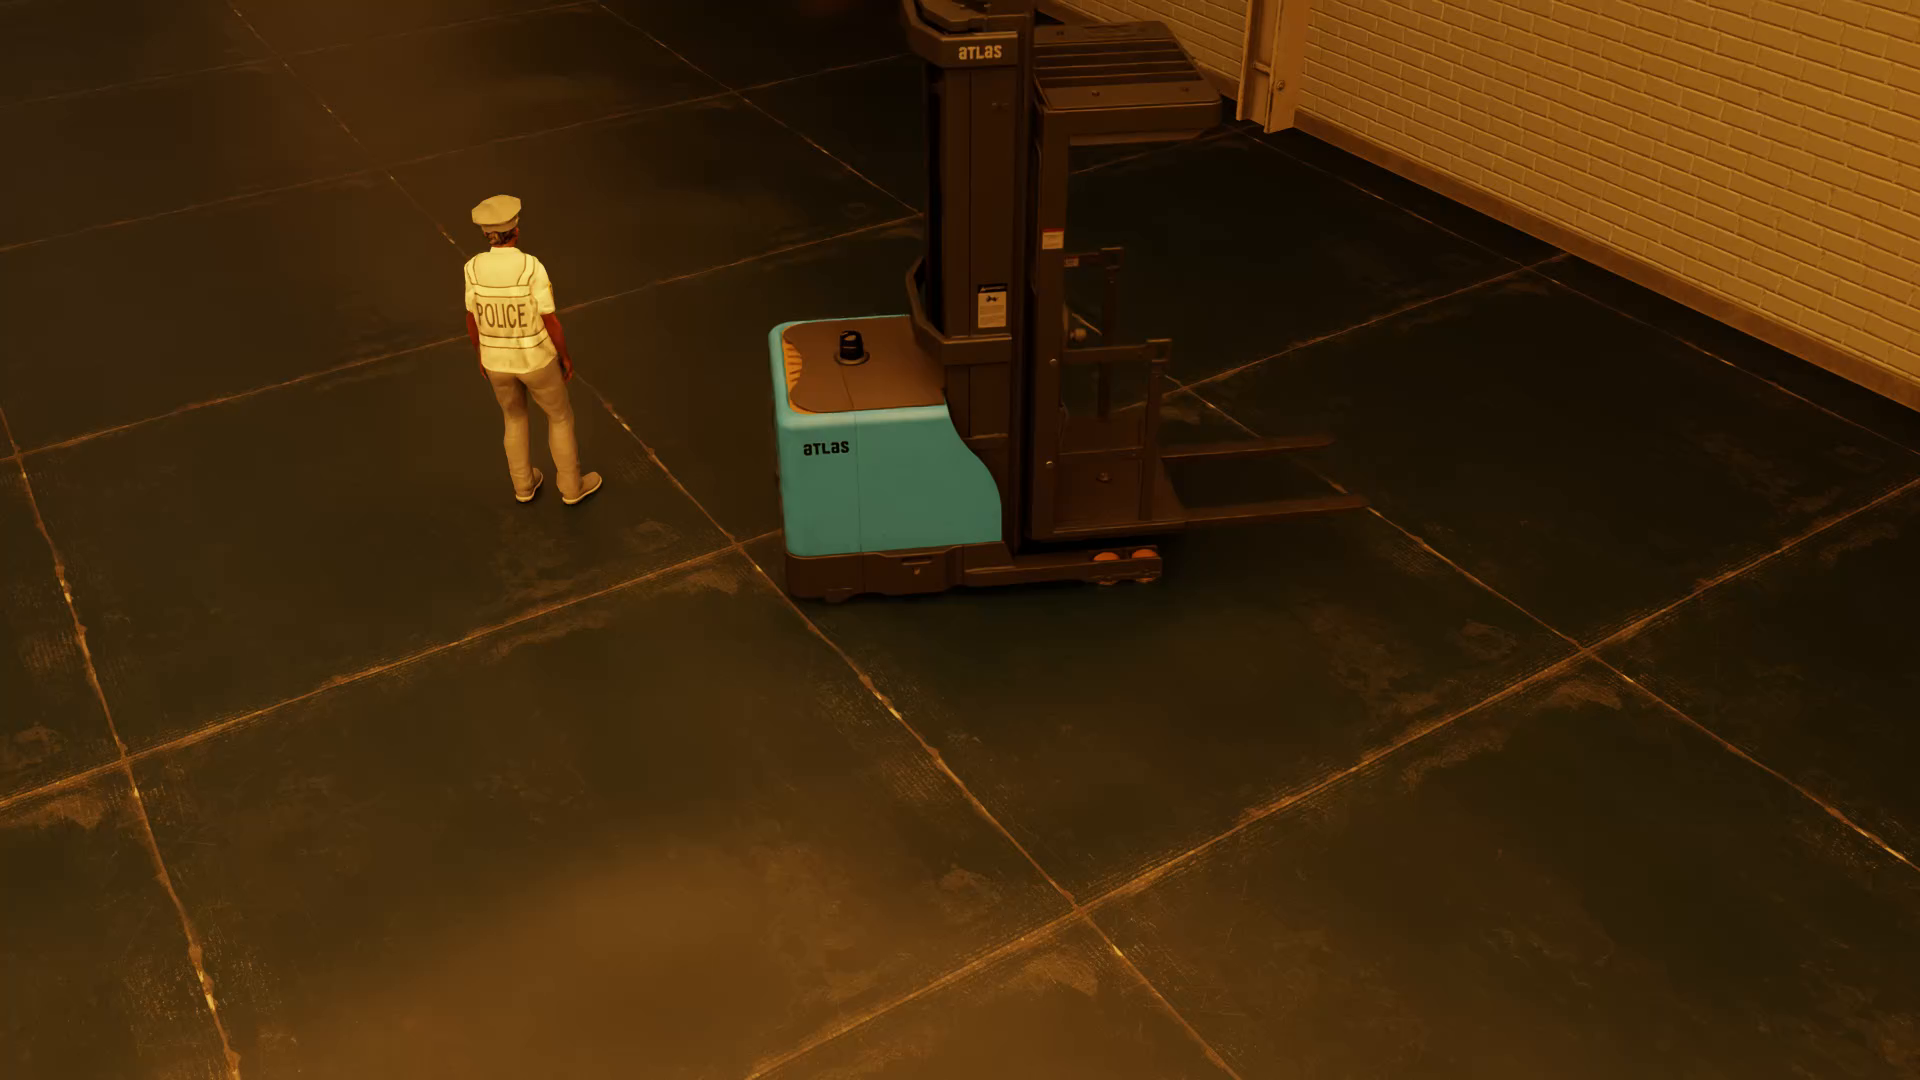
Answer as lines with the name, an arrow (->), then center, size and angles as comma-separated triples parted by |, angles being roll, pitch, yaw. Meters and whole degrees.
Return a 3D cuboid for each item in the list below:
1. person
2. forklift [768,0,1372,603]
person -> -2.242, -0.935, 8.588 | 0.530, 1.658, 0.397 | 4, 35, 5
forklift -> 0.581, -1.268, 7.952 | 3.031, 2.935, 1.130 | -5, 35, -7
